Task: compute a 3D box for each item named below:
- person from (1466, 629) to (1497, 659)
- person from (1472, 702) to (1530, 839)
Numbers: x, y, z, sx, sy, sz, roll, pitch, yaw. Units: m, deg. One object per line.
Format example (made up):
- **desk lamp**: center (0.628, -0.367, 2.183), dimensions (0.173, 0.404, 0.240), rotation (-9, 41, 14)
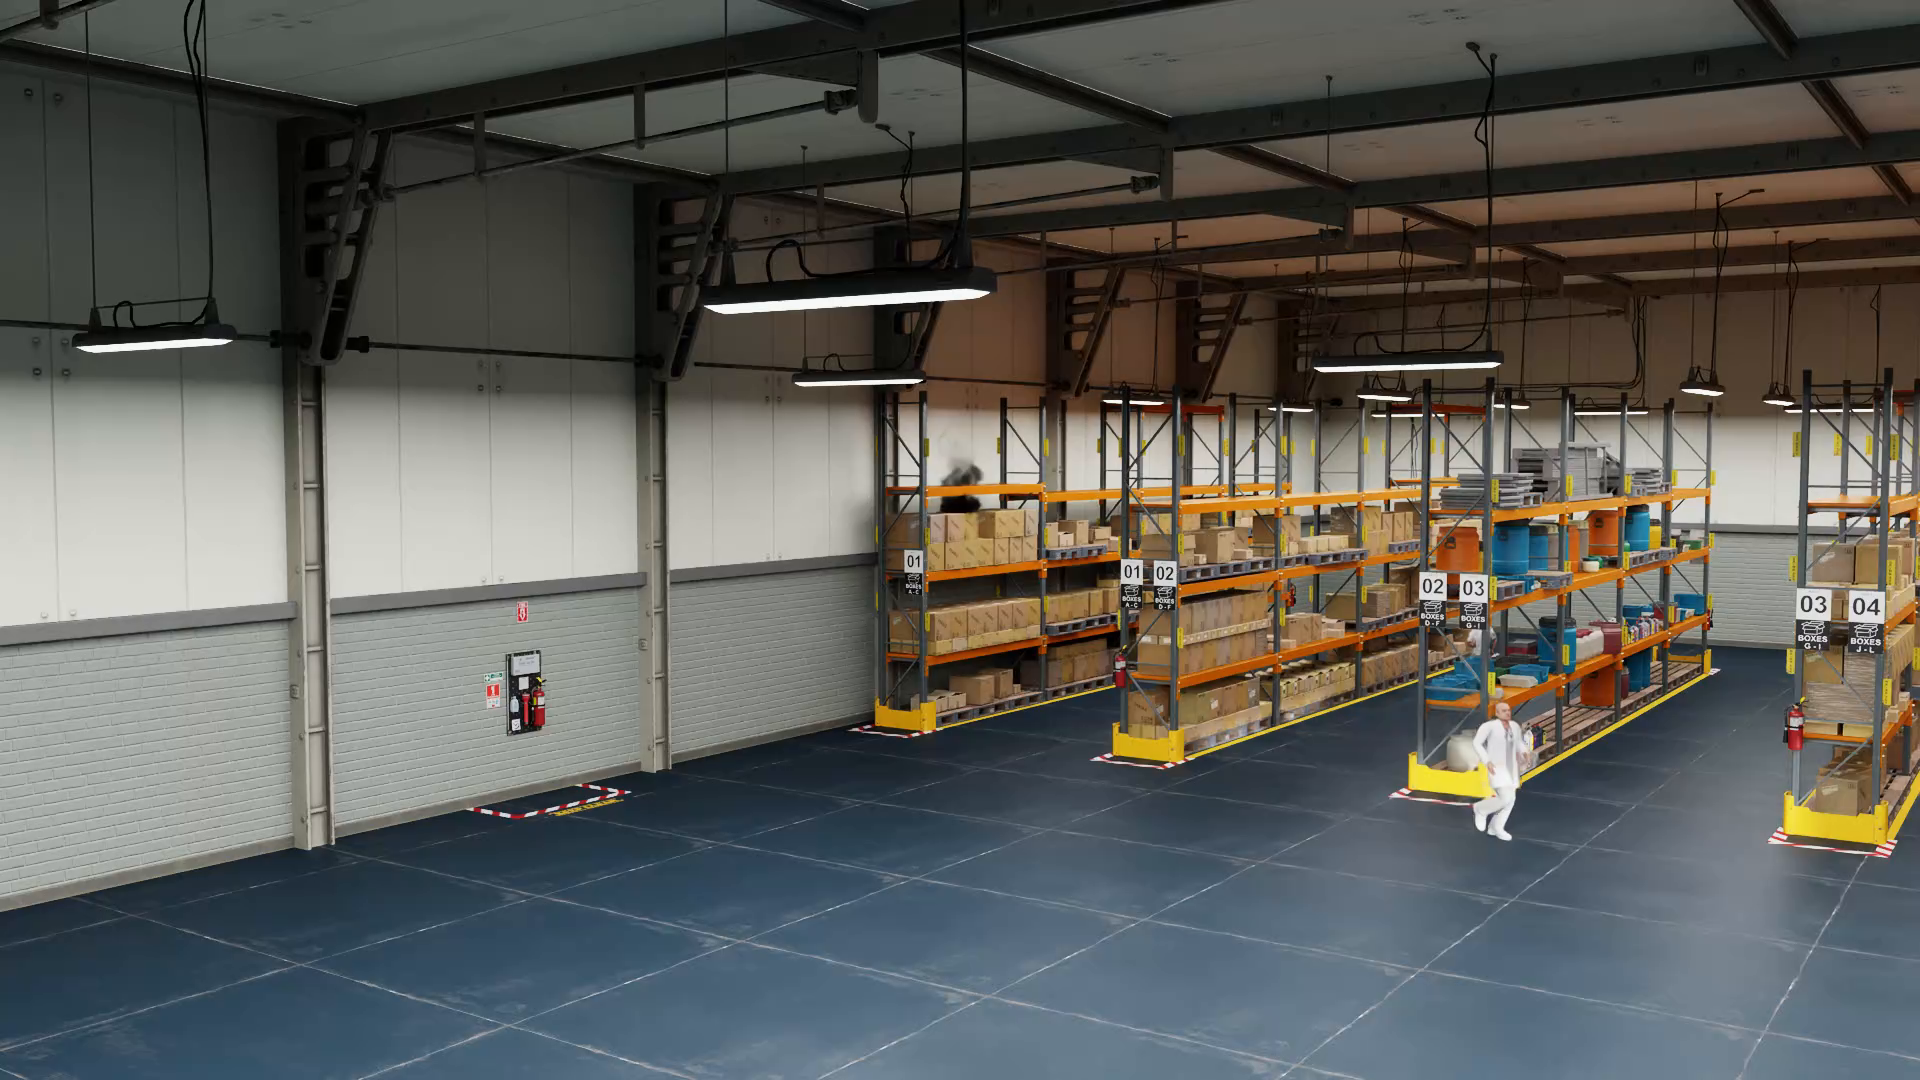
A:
- **person**: center (10.341, 2.335, 32.982), dimensions (0.579, 1.647, 0.924), rotation (1, 3, 21)
- **person**: center (6.965, 2.951, 21.332), dimensions (0.699, 1.748, 0.670), rotation (-1, 3, -23)
